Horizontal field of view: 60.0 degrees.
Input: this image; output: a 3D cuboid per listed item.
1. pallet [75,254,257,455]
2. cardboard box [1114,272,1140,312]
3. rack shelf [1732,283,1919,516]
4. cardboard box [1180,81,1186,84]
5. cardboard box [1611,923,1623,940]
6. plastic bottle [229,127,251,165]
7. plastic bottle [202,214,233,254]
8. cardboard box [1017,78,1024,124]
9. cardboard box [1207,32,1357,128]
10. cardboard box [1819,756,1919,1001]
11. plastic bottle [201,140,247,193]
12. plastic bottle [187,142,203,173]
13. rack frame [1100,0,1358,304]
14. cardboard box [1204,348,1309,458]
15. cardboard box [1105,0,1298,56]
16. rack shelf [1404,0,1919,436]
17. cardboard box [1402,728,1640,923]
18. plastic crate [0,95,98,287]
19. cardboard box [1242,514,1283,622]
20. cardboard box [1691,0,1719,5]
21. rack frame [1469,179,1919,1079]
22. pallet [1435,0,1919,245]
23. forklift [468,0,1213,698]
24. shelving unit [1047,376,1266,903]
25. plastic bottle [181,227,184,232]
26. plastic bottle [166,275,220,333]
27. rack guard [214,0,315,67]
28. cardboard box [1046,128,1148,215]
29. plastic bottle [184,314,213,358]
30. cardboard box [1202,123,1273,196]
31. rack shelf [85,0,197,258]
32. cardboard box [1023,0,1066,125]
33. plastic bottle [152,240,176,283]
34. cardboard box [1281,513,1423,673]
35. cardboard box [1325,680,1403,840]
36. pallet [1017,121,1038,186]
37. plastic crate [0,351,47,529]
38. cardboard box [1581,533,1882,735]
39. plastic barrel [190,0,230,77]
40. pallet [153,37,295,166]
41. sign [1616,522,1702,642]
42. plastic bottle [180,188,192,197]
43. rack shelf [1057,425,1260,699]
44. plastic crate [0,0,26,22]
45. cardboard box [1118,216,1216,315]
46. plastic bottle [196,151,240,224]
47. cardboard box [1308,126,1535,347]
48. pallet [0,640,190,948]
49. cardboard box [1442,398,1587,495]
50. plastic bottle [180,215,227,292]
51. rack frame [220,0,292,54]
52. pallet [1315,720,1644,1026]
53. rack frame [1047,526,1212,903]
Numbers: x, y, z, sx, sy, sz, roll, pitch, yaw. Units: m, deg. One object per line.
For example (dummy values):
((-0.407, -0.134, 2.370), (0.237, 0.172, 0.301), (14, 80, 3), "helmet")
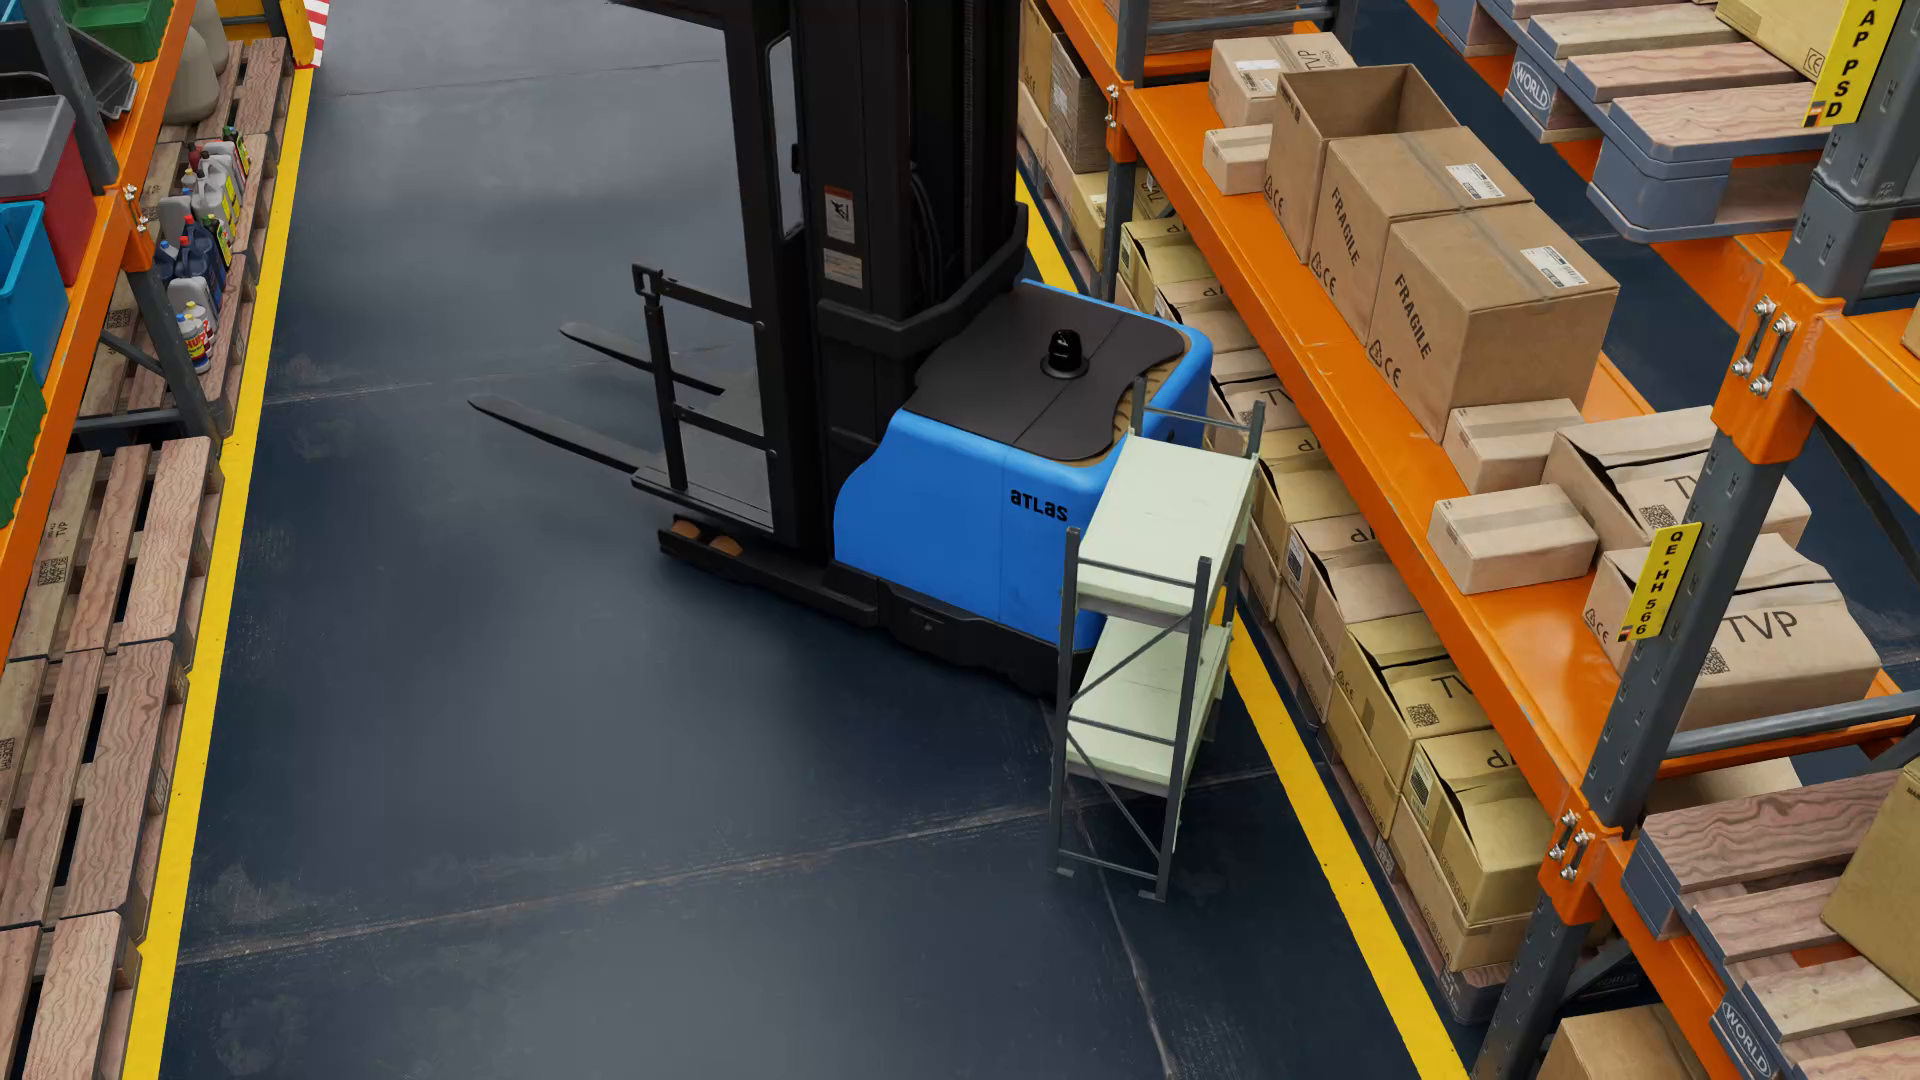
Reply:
((-3.789, -0.840, 7.537), (1.003, 0.211, 1.213), (-8, 42, -9), "pallet")
((0.998, -0.980, 7.350), (0.500, 0.250, 0.500), (-9, 42, -10), "cardboard box")
((2.448, 0.888, 1.773), (1.077, 0.370, 4.000), (-8, 42, -9), "rack shelf")
((1.243, -2.226, 8.188), (0.500, 0.500, 0.500), (-8, 42, -9), "cardboard box")
((2.190, 0.934, 5.193), (0.500, 0.250, 0.500), (-8, 42, -9), "cardboard box")
((-3.723, -2.024, 8.548), (0.097, 0.201, 0.097), (0, 42, 0), "plastic bottle")
((-3.533, -1.451, 7.902), (0.097, 0.201, 0.097), (0, 42, 0), "plastic bottle")
((0.510, -2.518, 9.082), (0.500, 0.250, 0.500), (-8, 42, -9), "cardboard box")
((1.302, -1.780, 6.608), (0.500, 0.250, 0.500), (-6, 42, -7), "cardboard box")
((2.262, 0.642, 3.376), (0.700, 0.500, 0.500), (-22, 46, -23), "cardboard box")
((-3.696, -1.885, 8.334), (0.152, 0.276, 0.135), (-8, 42, -9), "plastic bottle")
((-3.800, -1.872, 8.314), (0.061, 0.283, 0.133), (-8, 42, -9), "plastic bottle")
((1.153, -2.149, 6.911), (1.000, 3.000, 0.127), (-8, 42, -9), "rack frame")
((1.215, -0.523, 6.412), (0.500, 0.311, 0.500), (-10, 43, -11), "cardboard box")
((1.051, -2.473, 7.201), (0.700, 0.500, 0.500), (-9, 42, -10), "cardboard box")
((1.585, -1.705, 4.694), (1.077, 0.370, 4.000), (-8, 42, -9), "rack shelf")
((1.663, 0.801, 4.920), (0.500, 0.311, 0.500), (-7, 42, -8), "cardboard box")
((-3.281, -1.195, 5.789), (0.402, 0.464, 0.583), (-8, 42, -9), "plastic crate")
((1.330, 0.016, 6.227), (0.500, 0.250, 0.500), (-8, 42, -8), "cardboard box")
((1.733, -1.402, 3.607), (0.500, 0.250, 0.500), (-7, 42, -8), "cardboard box")
((2.016, 0.444, 3.990), (1.000, 3.000, 0.127), (-8, 42, -9), "rack frame")
((1.782, -1.034, 3.538), (1.213, 0.211, 1.003), (-7, 42, -7), "pallet")
((-0.614, -1.232, 5.930), (3.031, 2.935, 1.130), (20, 45, 21), "forklift")
((0.601, 0.343, 5.234), (0.431, 1.500, 0.755), (13, 43, 14), "shelving unit")
((-3.563, -1.381, 7.769), (0.097, 0.271, 0.097), (0, 42, 0), "plastic bottle")
((-3.422, -1.062, 7.407), (0.152, 0.276, 0.135), (-7, 42, -8), "plastic bottle")
((-4.486, -3.057, 9.817), (1.175, 0.500, 0.348), (-8, 42, -9), "rack guard")
((0.741, -1.872, 8.354), (0.500, 0.250, 0.500), (-8, 42, -9), "cardboard box")
((-3.347, -0.895, 7.275), (0.097, 0.201, 0.097), (0, 42, 0), "plastic bottle")
((1.144, -1.451, 6.314), (0.380, 0.149, 0.250), (-8, 42, -9), "cardboard box")
((-4.116, -2.469, 7.813), (1.077, 0.370, 4.000), (-8, 42, -9), "rack shelf")
((0.631, -2.476, 8.470), (0.500, 0.500, 0.500), (-8, 42, -9), "cardboard box")
((-3.594, -1.177, 7.481), (0.144, 0.351, 0.185), (-8, 42, -9), "plastic bottle")
((1.438, 0.138, 5.668), (0.500, 0.311, 0.500), (-9, 42, -10), "cardboard box")
((1.550, 0.676, 5.484), (0.500, 0.250, 0.500), (-9, 42, -10), "cardboard box")
((0.755, -2.420, 9.317), (1.003, 0.211, 1.213), (-8, 42, -9), "pallet")
((-3.033, -0.274, 4.958), (0.450, 0.188, 0.662), (-8, 42, -9), "plastic crate")
((1.980, 0.235, 4.292), (0.500, 0.311, 0.500), (-6, 42, -7), "cardboard box")
((-4.331, -2.845, 9.253), (0.421, 0.512, 0.421), (0, 42, 0), "plastic barrel")
((-4.315, -2.421, 9.319), (1.003, 0.211, 1.213), (-8, 42, -9), "pallet")
((1.475, 0.093, 3.514), (0.100, 0.325, 0.005), (-8, 42, -9), "sign")
((-3.735, -1.615, 8.086), (0.097, 0.201, 0.097), (0, 42, 0), "plastic bottle")
((0.601, 0.051, 4.975), (0.431, 0.370, 0.720), (13, 43, 14), "rack shelf")
((-4.189, -2.064, 6.928), (0.499, 0.251, 0.616), (-8, 42, -9), "plastic crate")
((0.999, -1.184, 7.156), (0.500, 0.311, 0.500), (-8, 42, -9), "cardboard box")
((-3.626, -1.716, 8.088), (0.144, 0.351, 0.185), (-7, 42, -8), "plastic bottle")
((1.525, -1.020, 5.564), (0.500, 0.500, 0.500), (-8, 42, -9), "cardboard box")
((-3.210, 0.897, 5.580), (1.003, 0.211, 1.213), (-8, 42, -9), "pallet")
((1.686, -0.280, 4.996), (0.380, 0.149, 0.250), (-5, 42, -6), "cardboard box")
((-3.494, -1.320, 7.642), (0.144, 0.351, 0.185), (-10, 43, -11), "plastic bottle")
((-4.548, -4.034, 9.035), (1.000, 3.000, 0.127), (-8, 42, -9), "rack frame")
((1.877, 0.948, 5.523), (1.003, 0.211, 1.213), (-8, 42, -9), "pallet")
((0.481, 0.573, 4.975), (0.400, 1.500, 0.023), (13, 43, 14), "rack frame")
